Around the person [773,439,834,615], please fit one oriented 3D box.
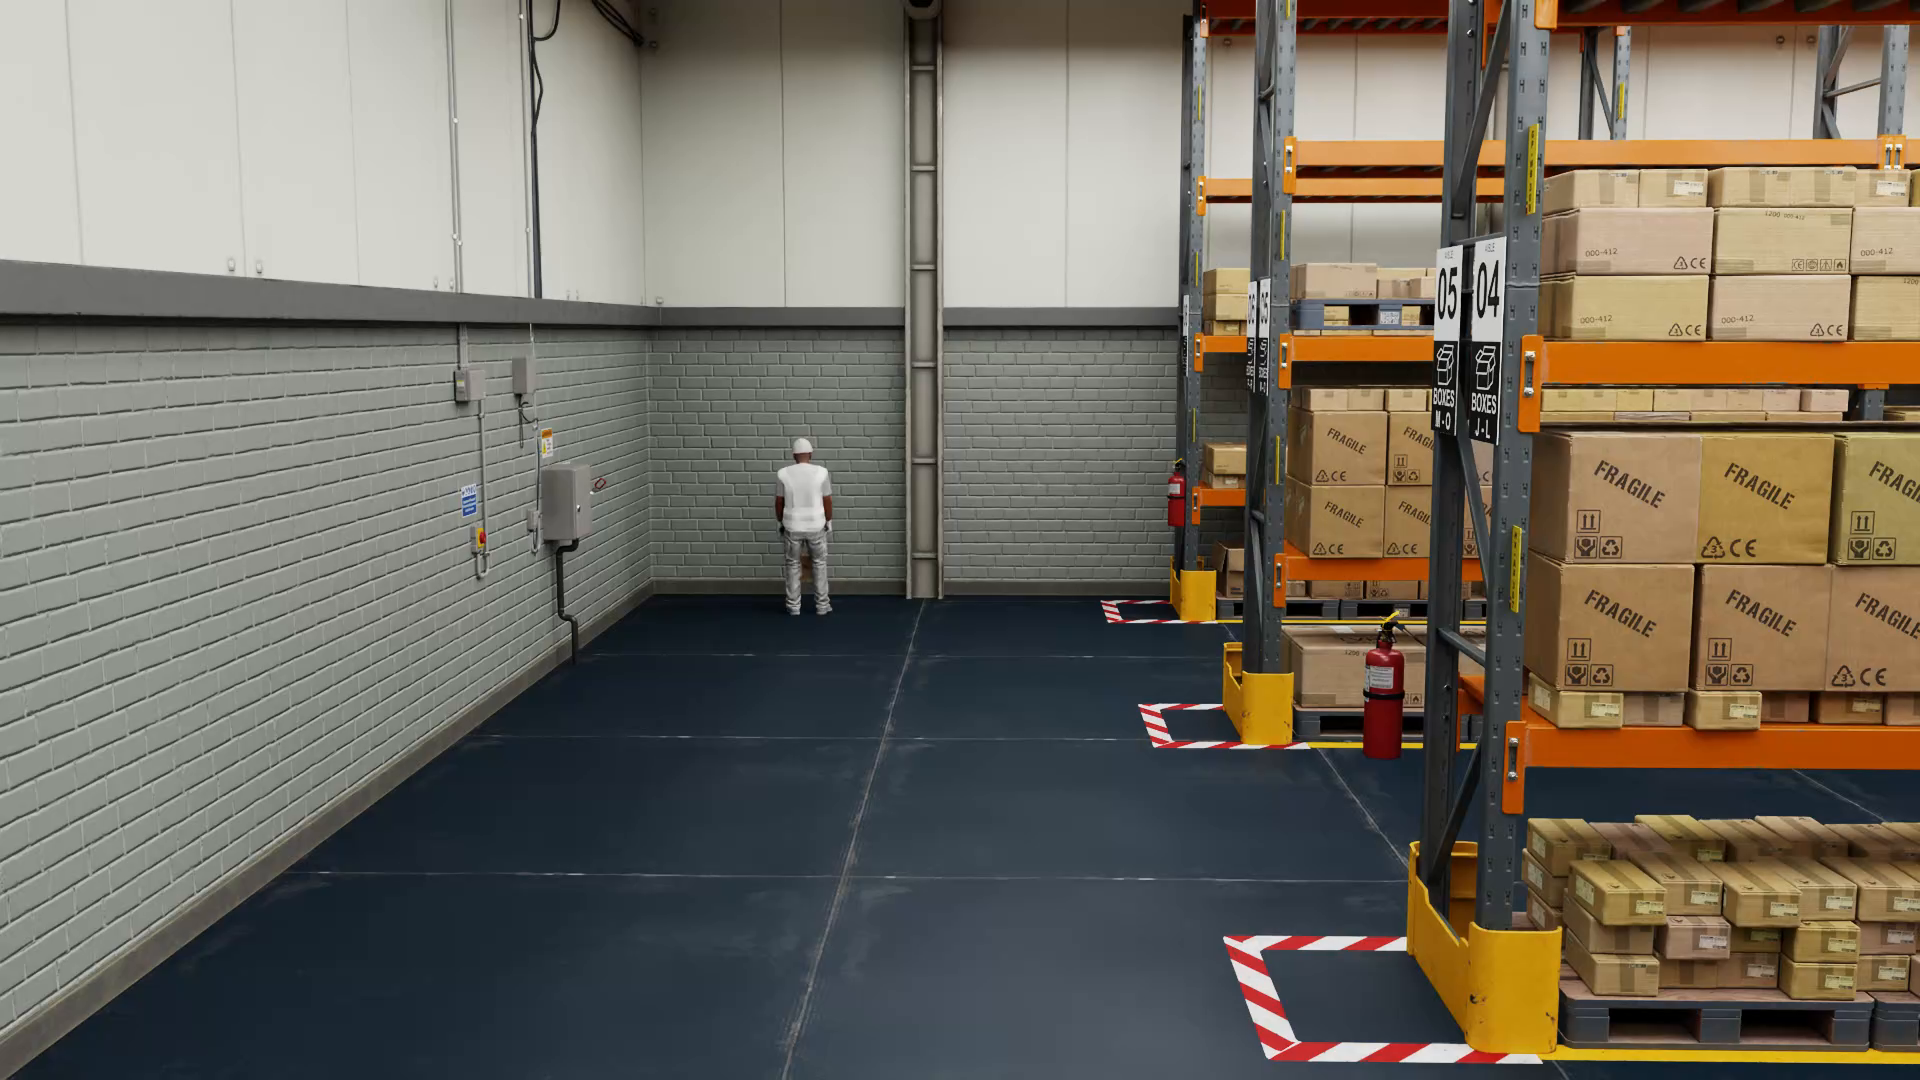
[{"bbox_3d":[-1.578,-0.132,16.788,0.618,1.772,0.451,-1,7,-6],"label":"person"}]
